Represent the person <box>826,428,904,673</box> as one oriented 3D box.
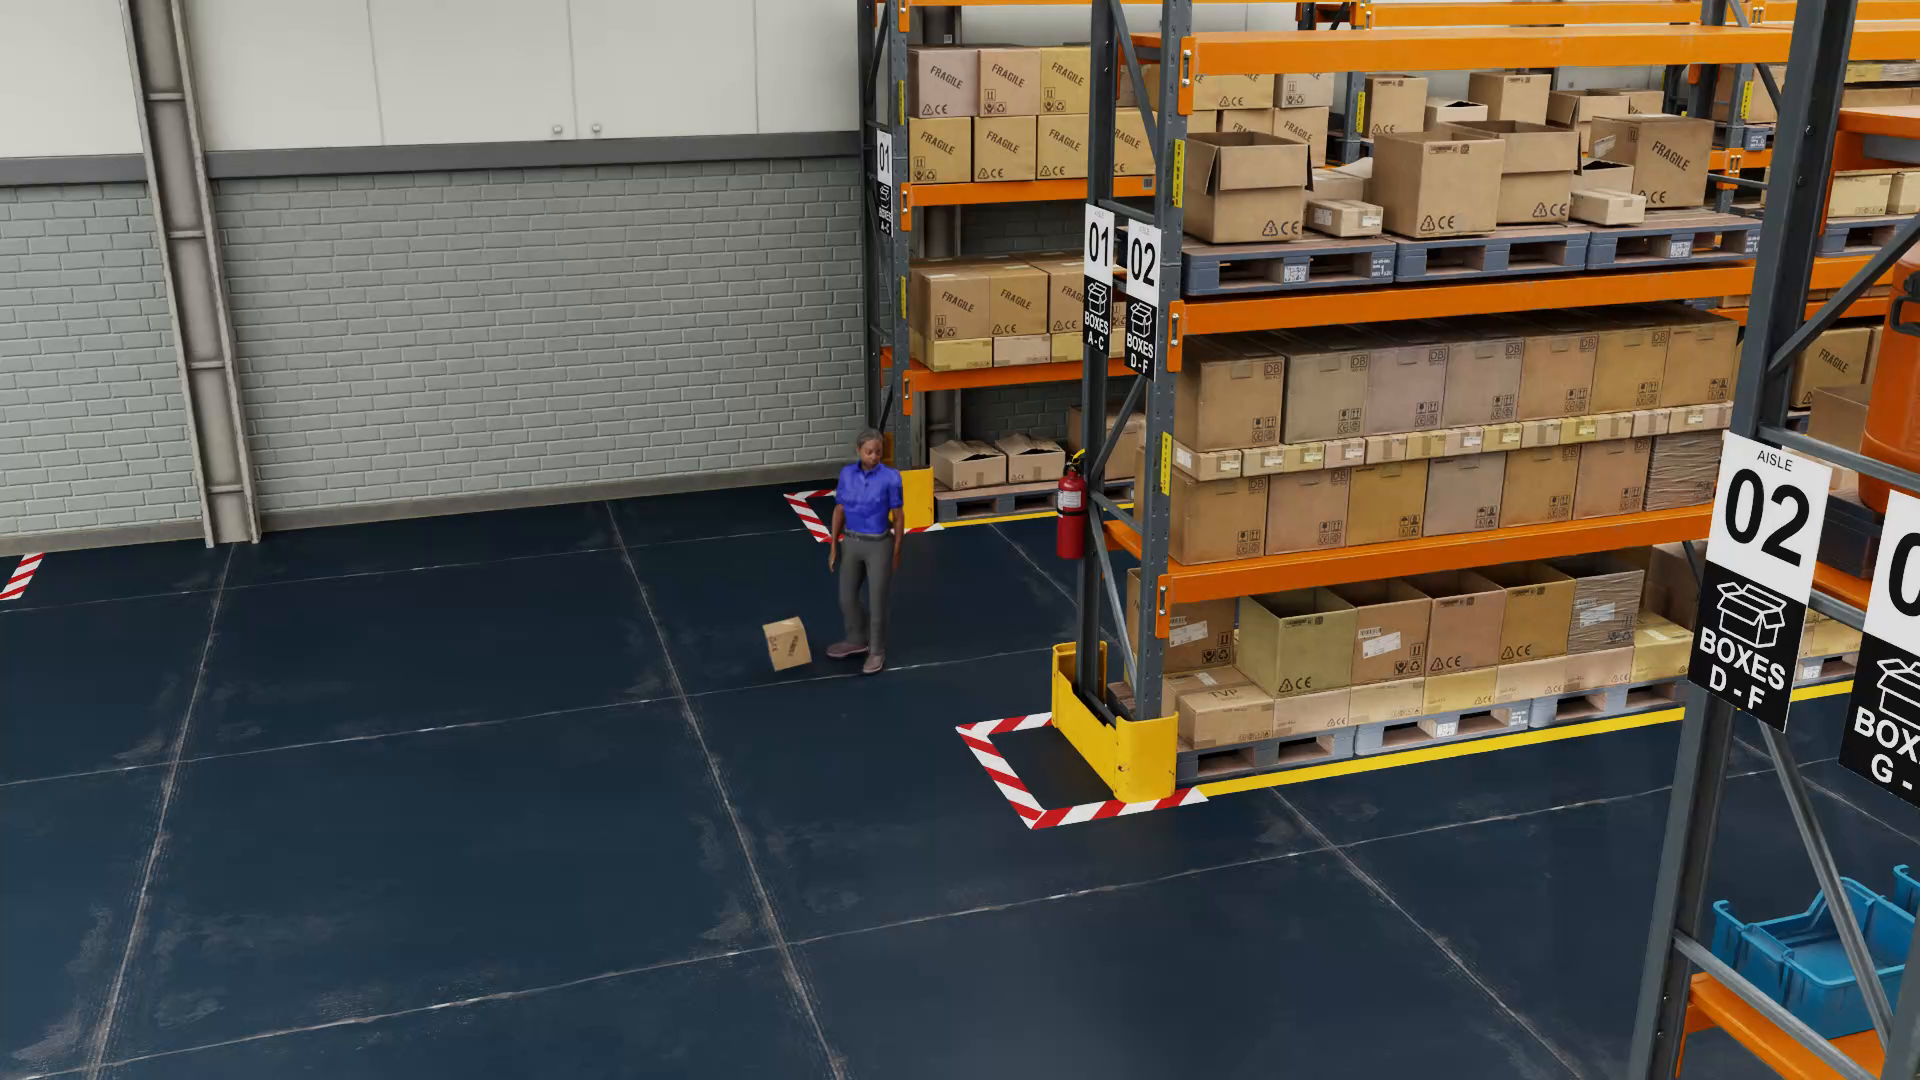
[{"bbox_3d":[-0.650,0.053,10.883,0.613,1.663,0.402,7,21,19],"label":"person"}]
